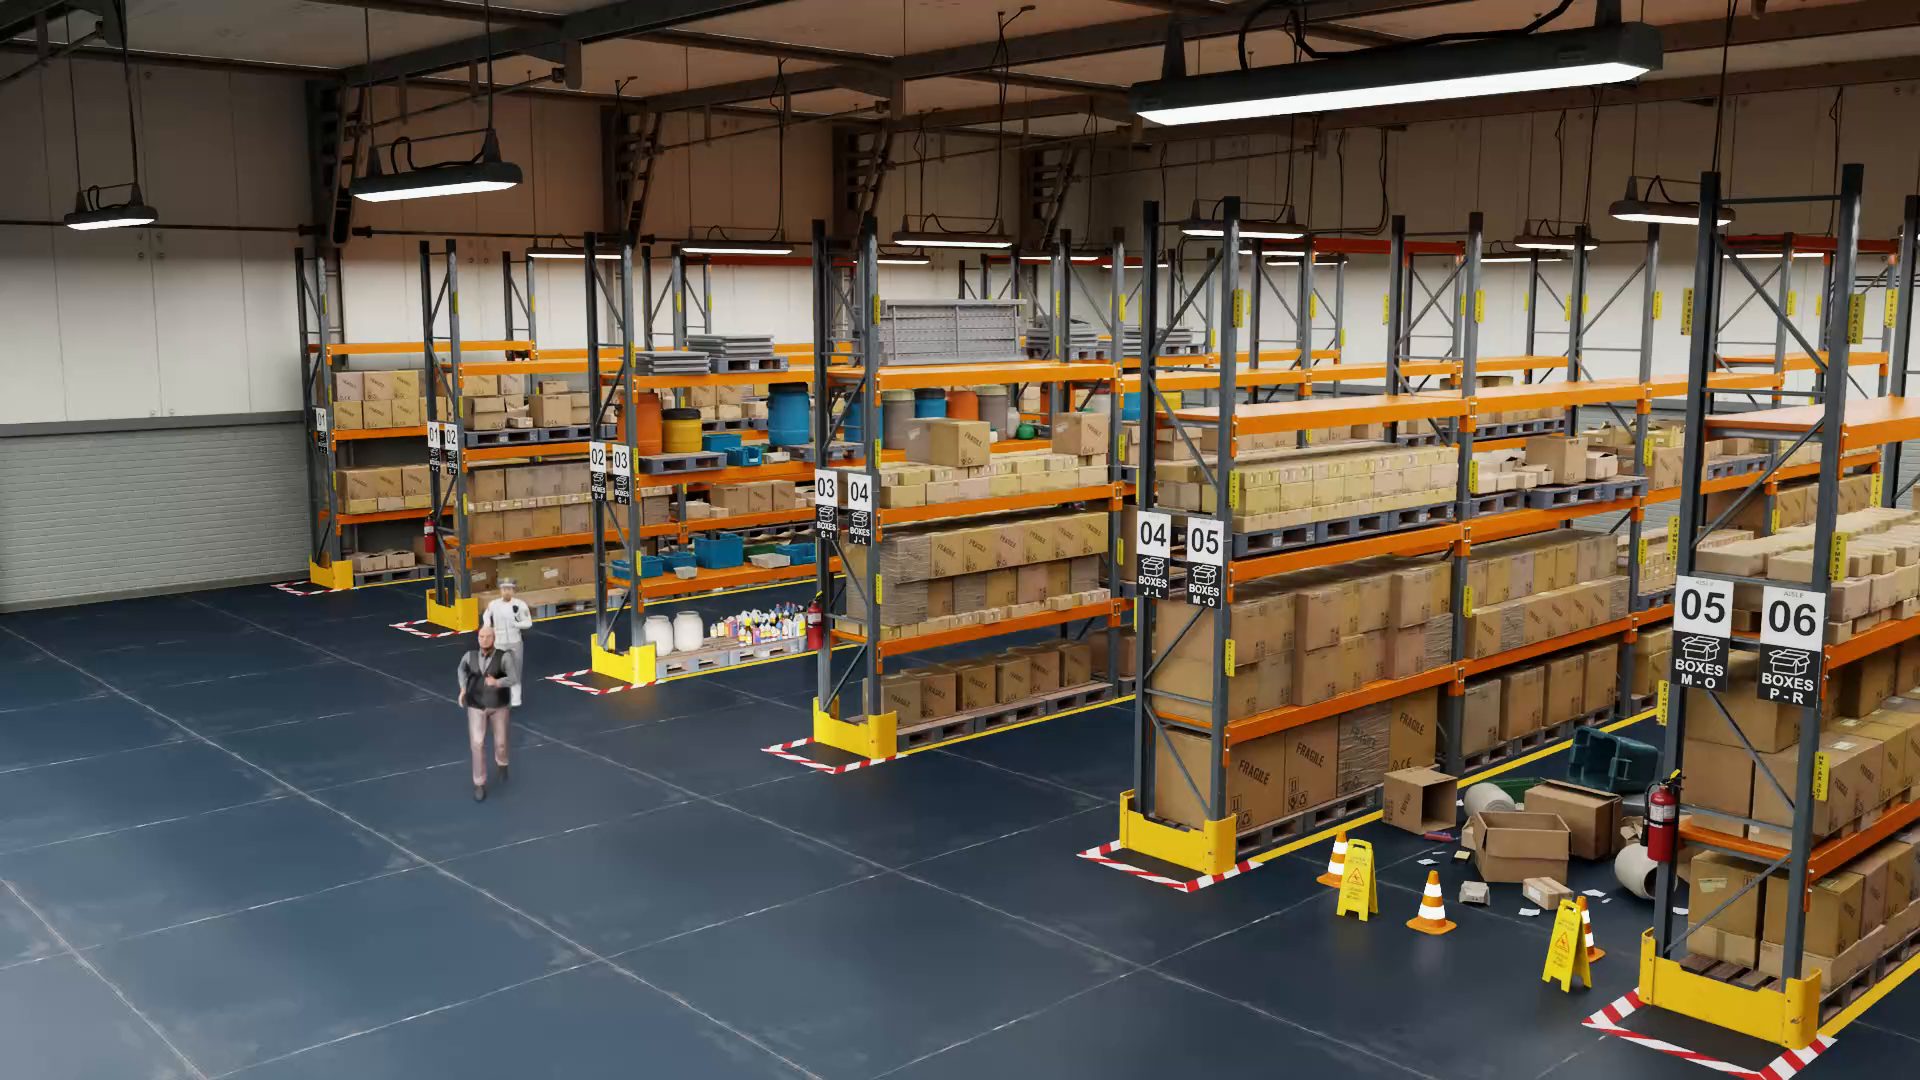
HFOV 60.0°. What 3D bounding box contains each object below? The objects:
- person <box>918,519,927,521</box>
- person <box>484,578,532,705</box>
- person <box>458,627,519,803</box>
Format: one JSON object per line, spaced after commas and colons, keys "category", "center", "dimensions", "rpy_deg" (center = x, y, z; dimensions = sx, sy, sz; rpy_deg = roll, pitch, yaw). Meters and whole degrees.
{"category": "person", "center": [-0.565, -0.213, 29.354], "dimensions": [0.522, 1.664, 0.714], "rpy_deg": [7, 11, 38]}
{"category": "person", "center": [-5.589, 1.313, 20.596], "dimensions": [0.585, 1.744, 0.772], "rpy_deg": [-2, 9, -14]}
{"category": "person", "center": [-4.916, 1.769, 17.347], "dimensions": [0.641, 1.753, 0.875], "rpy_deg": [-2, 9, -10]}
